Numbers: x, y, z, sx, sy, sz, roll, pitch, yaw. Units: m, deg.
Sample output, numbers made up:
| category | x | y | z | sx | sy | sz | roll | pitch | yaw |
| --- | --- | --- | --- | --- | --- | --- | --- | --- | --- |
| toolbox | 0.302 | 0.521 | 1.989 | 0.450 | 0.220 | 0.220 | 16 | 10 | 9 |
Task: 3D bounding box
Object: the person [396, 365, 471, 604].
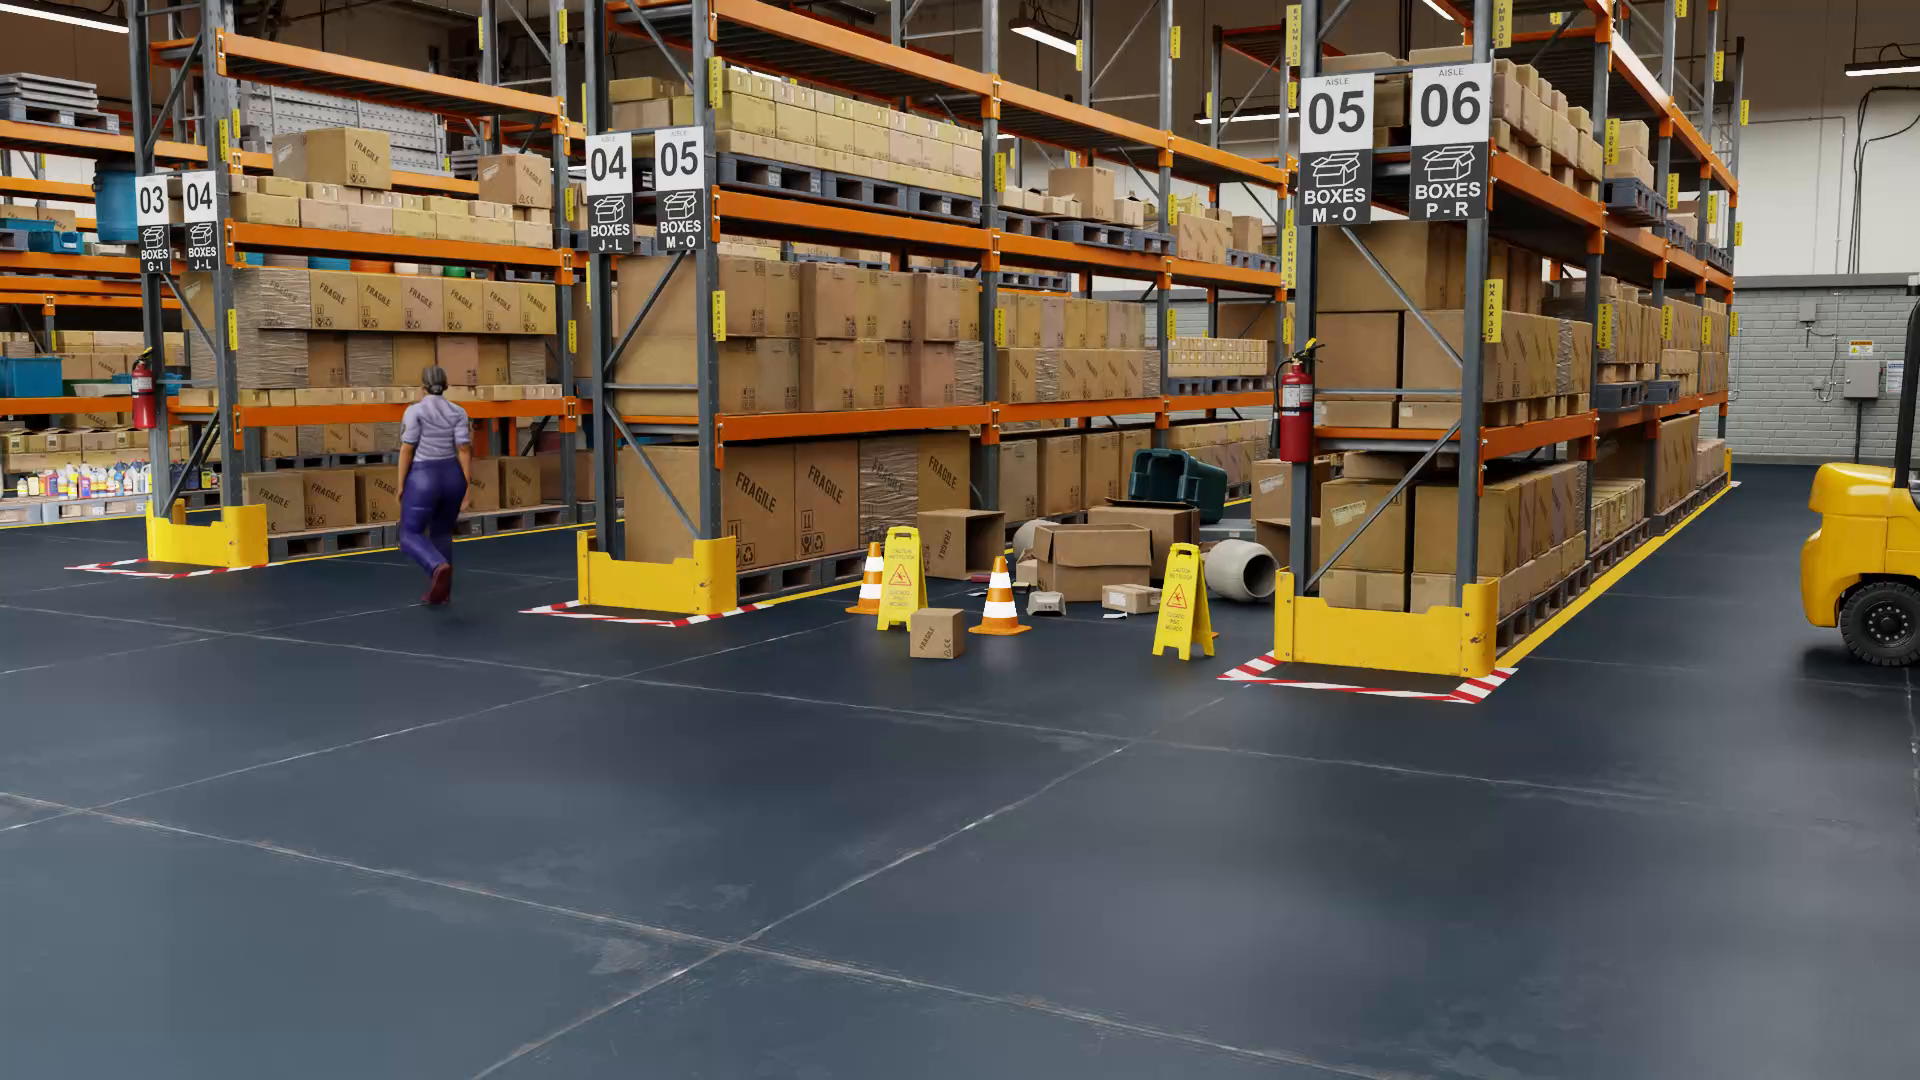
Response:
| category | x | y | z | sx | sy | sz | roll | pitch | yaw |
| --- | --- | --- | --- | --- | --- | --- | --- | --- | --- |
| person | -3.521 | -0.359 | 11.190 | 0.704 | 1.626 | 0.471 | 6 | 9 | 45 |
